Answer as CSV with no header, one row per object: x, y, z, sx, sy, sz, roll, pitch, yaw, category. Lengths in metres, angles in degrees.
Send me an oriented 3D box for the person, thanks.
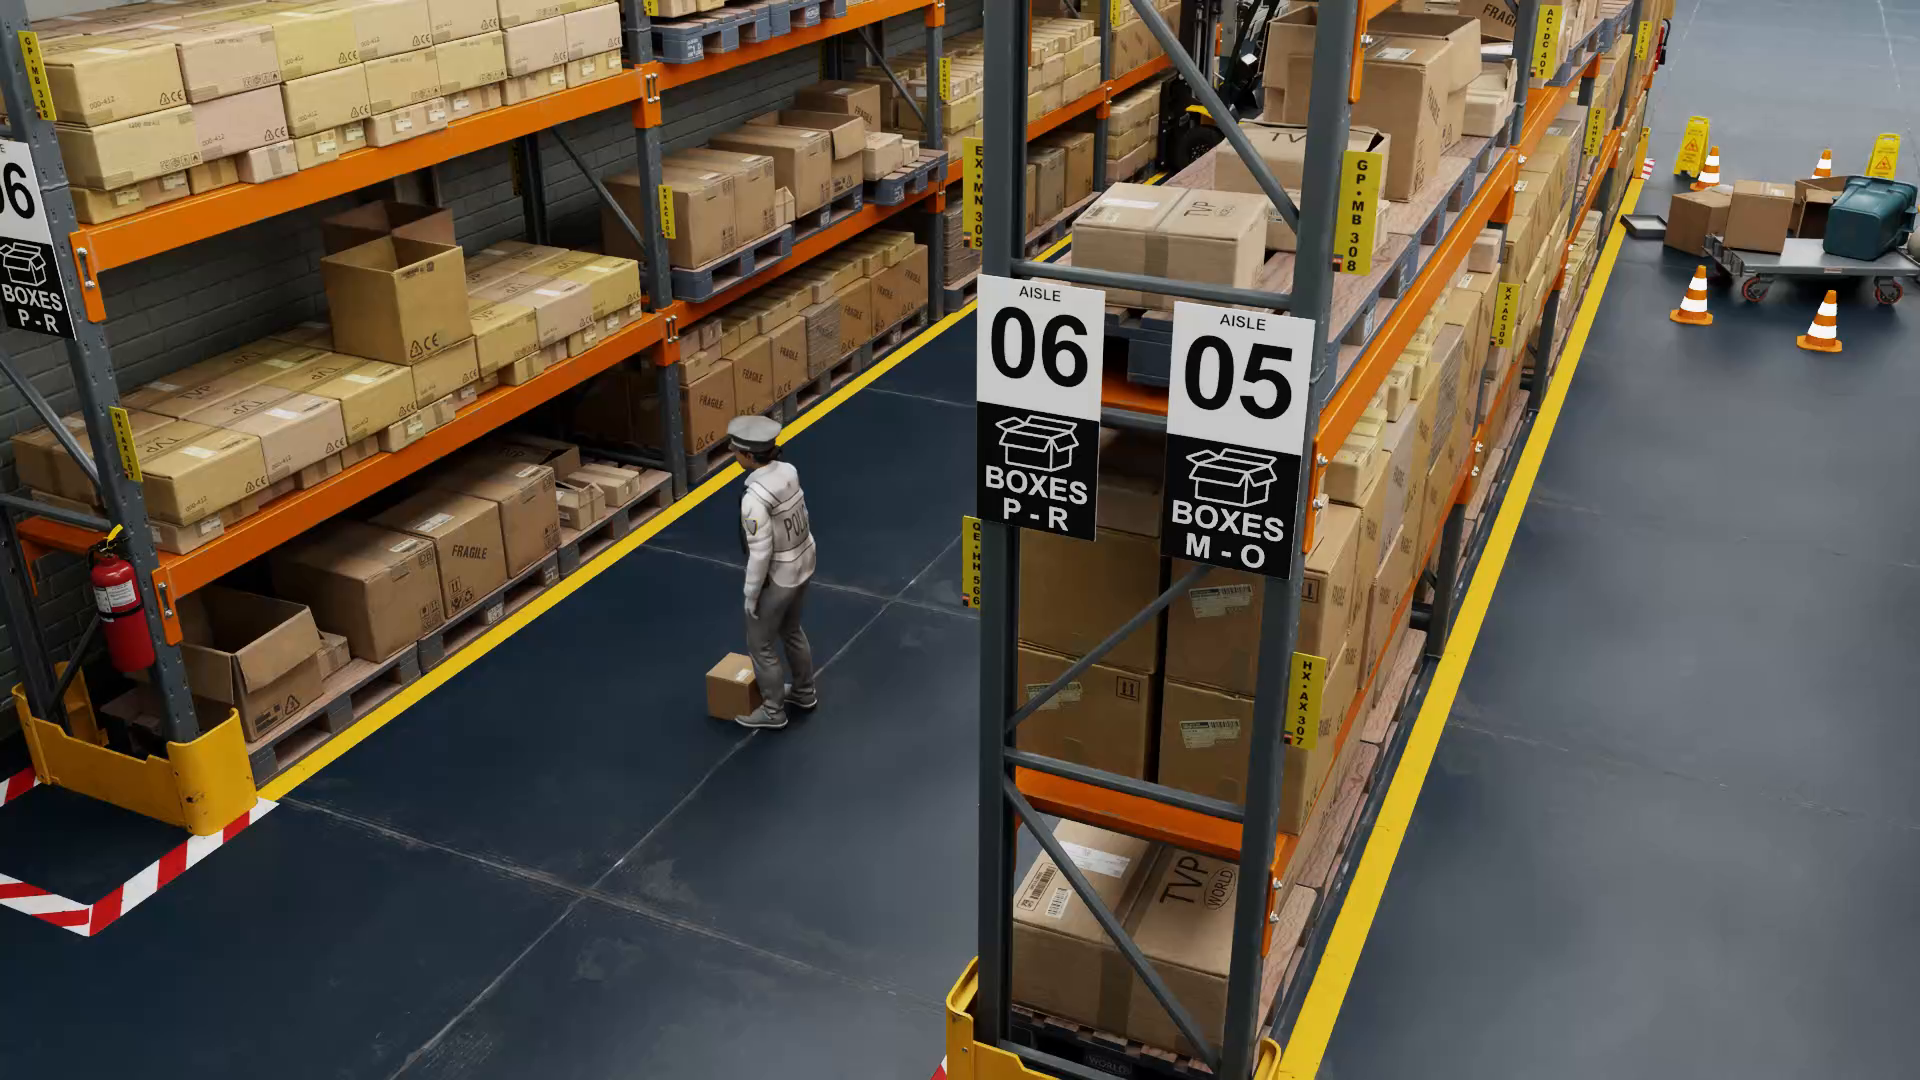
-0.938,0.180,8.248,0.415,1.661,0.538,10,28,19,person
